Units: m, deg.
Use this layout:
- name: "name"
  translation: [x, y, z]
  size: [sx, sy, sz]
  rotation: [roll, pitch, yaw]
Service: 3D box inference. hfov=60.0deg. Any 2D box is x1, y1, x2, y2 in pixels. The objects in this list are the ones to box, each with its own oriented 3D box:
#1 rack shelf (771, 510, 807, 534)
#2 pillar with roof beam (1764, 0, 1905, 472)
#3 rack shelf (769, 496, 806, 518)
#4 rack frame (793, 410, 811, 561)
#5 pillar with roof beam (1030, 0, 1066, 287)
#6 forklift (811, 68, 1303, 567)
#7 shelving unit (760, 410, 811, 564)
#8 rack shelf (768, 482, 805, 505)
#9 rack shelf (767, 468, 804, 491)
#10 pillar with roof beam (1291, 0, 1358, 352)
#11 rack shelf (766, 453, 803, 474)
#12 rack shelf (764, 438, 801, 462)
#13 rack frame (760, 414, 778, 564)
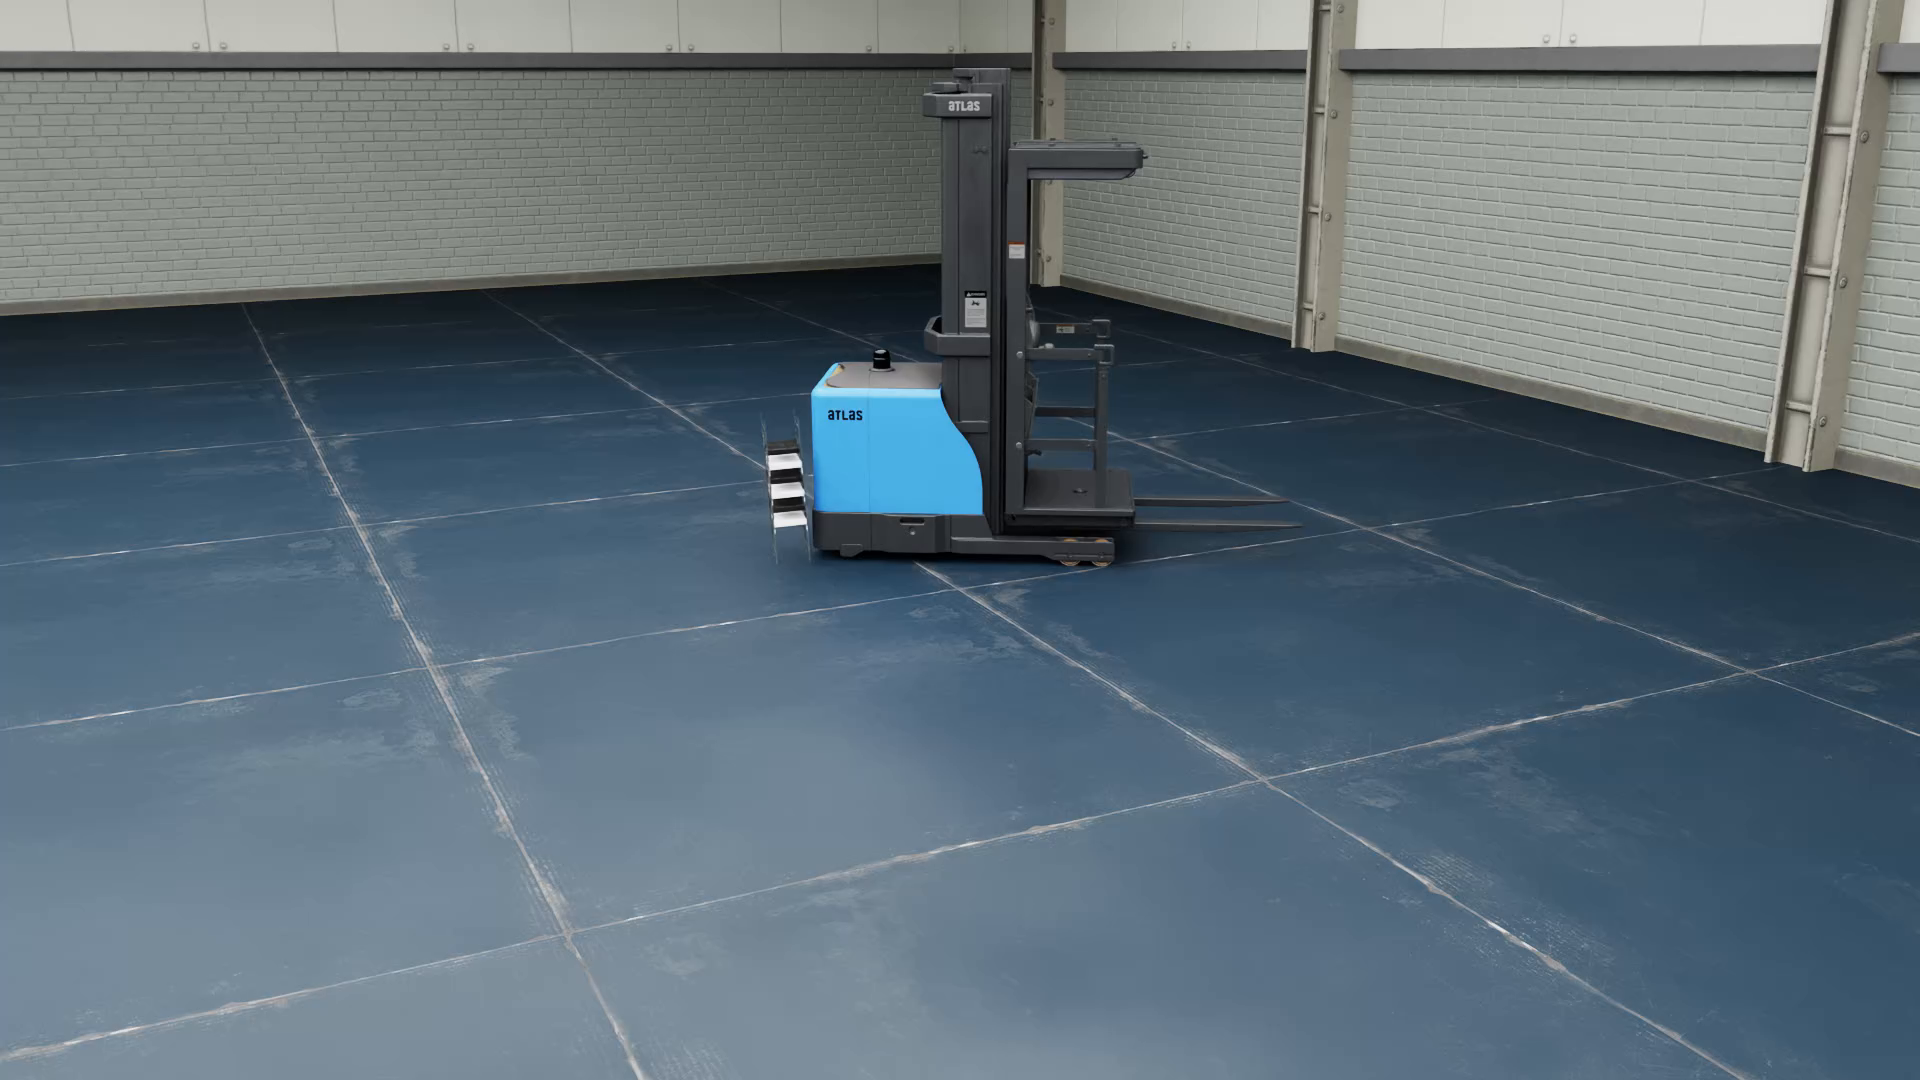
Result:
- name: "rack shelf"
  translation: [-1.060, -0.120, 10.289]
  size: [0.200, 0.077, 0.258]
  rotation: [-6, 17, -10]
- name: "pillar with roof beam"
  translation: [2.577, -4.385, 9.717]
  size: [9.100, 9.000, 0.400]
  rotation: [-8, 18, -25]
- name: "rack shelf"
  translation: [-1.065, -0.206, 10.263]
  size: [0.200, 0.077, 0.258]
  rotation: [-6, 17, -10]
- name: "rack frame"
  translation: [-0.973, -0.335, 10.246]
  size: [0.006, 0.900, 0.240]
  rotation: [-6, 17, -10]
- name: "pillar with roof beam"
  translation: [-2.680, -7.361, 20.086]
  size: [9.100, 9.000, 0.400]
  rotation: [-8, 18, -25]
- name: "forklift"
  translation: [0.621, -1.398, 10.308]
  size: [3.031, 2.935, 1.130]
  rotation: [1, 16, 3]
- name: "shelving unit"
  translation: [-1.072, -0.324, 10.228]
  size: [0.210, 0.900, 0.258]
  rotation: [-6, 17, -10]
- name: "rack shelf"
  translation: [-1.070, -0.292, 10.238]
  size: [0.200, 0.077, 0.258]
  rotation: [-6, 17, -10]
- name: "rack shelf"
  translation: [-1.075, -0.378, 10.212]
  size: [0.200, 0.077, 0.258]
  rotation: [-6, 17, -10]
- name: "pillar with roof beam"
  translation: [-0.052, -5.873, 14.902]
  size: [9.100, 9.000, 0.400]
  rotation: [-8, 18, -25]
- name: "rack shelf"
  translation: [-1.080, -0.464, 10.186]
  size: [0.200, 0.077, 0.258]
  rotation: [-6, 17, -10]
- name: "rack shelf"
  translation: [-1.085, -0.550, 10.160]
  size: [0.200, 0.077, 0.258]
  rotation: [-6, 17, -10]
- name: "rack frame"
  translation: [-1.172, -0.313, 10.210]
  size: [0.006, 0.900, 0.240]
  rotation: [-6, 17, -10]
